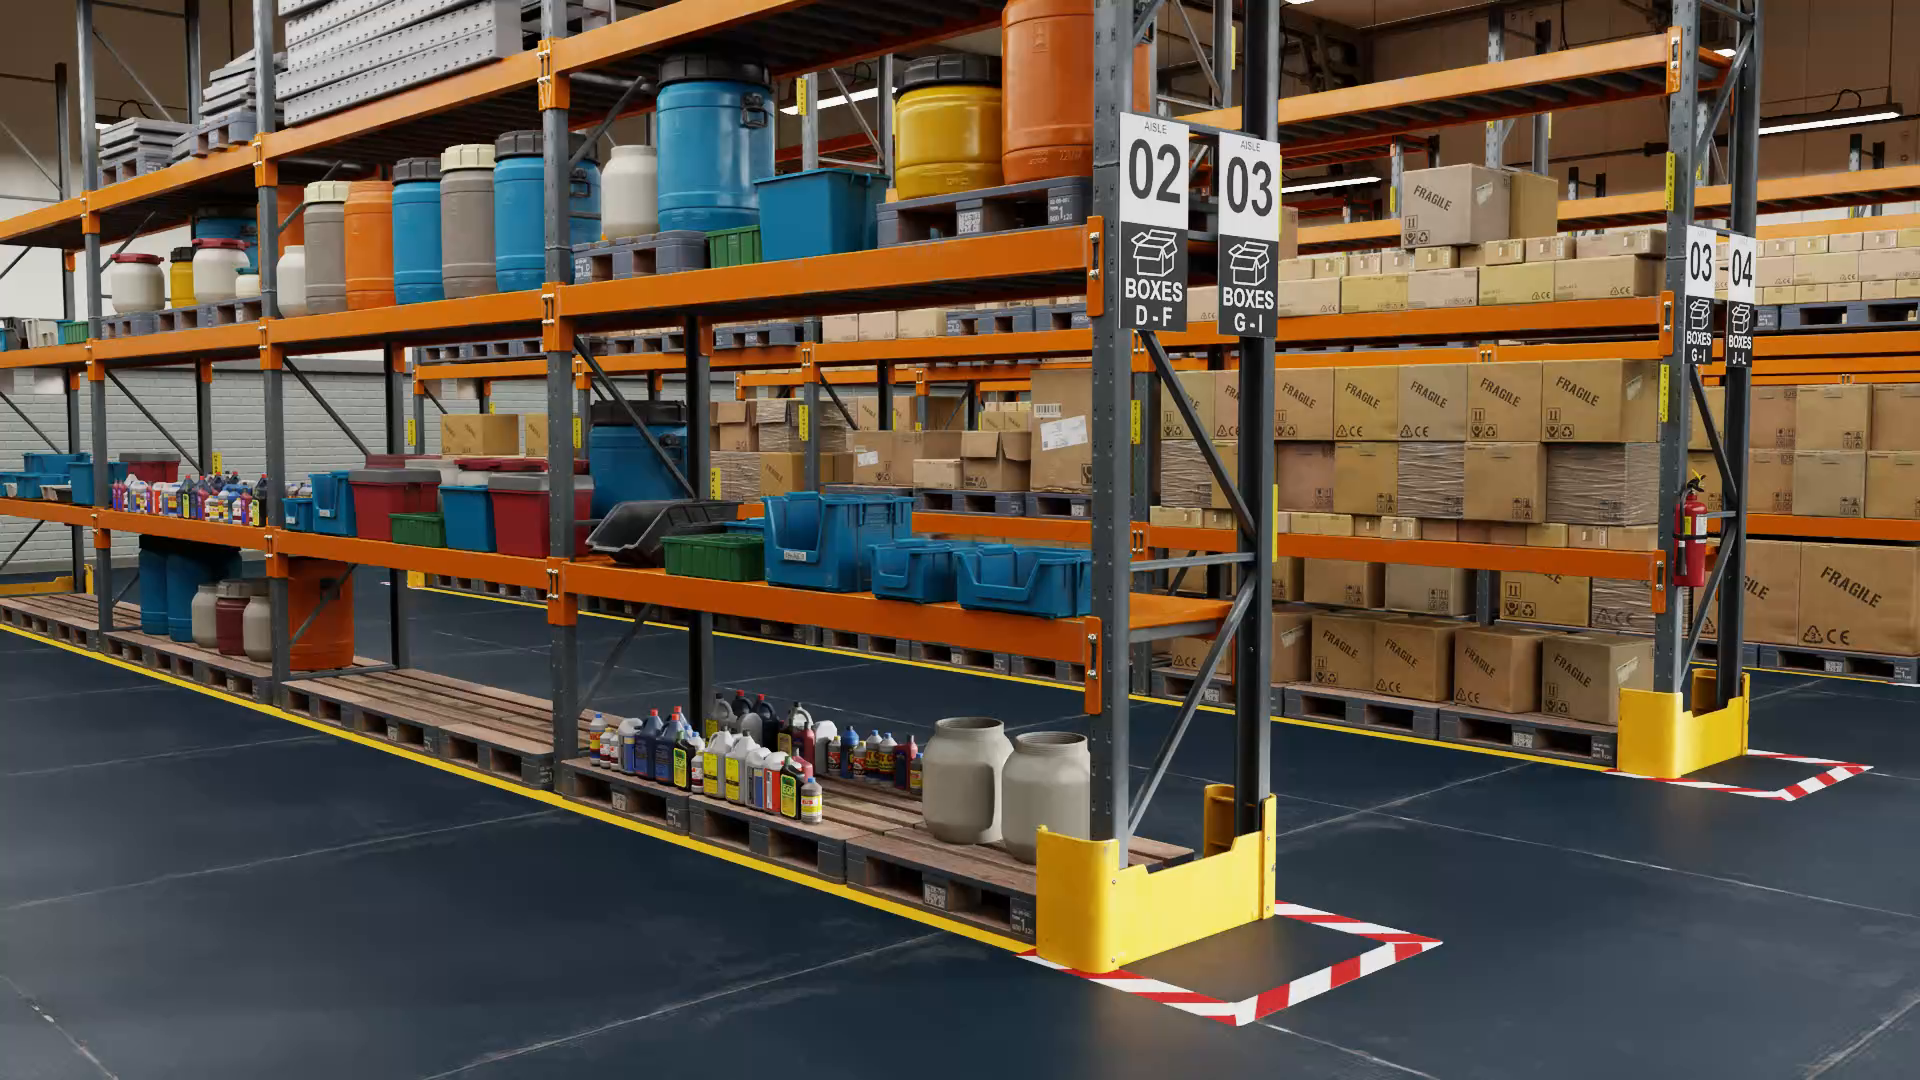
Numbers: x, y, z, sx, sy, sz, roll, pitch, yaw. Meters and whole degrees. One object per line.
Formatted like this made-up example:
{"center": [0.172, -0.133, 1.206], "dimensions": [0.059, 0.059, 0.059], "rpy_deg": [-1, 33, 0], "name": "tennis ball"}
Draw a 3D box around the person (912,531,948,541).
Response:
{"center": [-0.395, -0.146, 19.210], "dimensions": [0.998, 1.728, 0.563], "rpy_deg": [2, 5, 31], "name": "person"}
